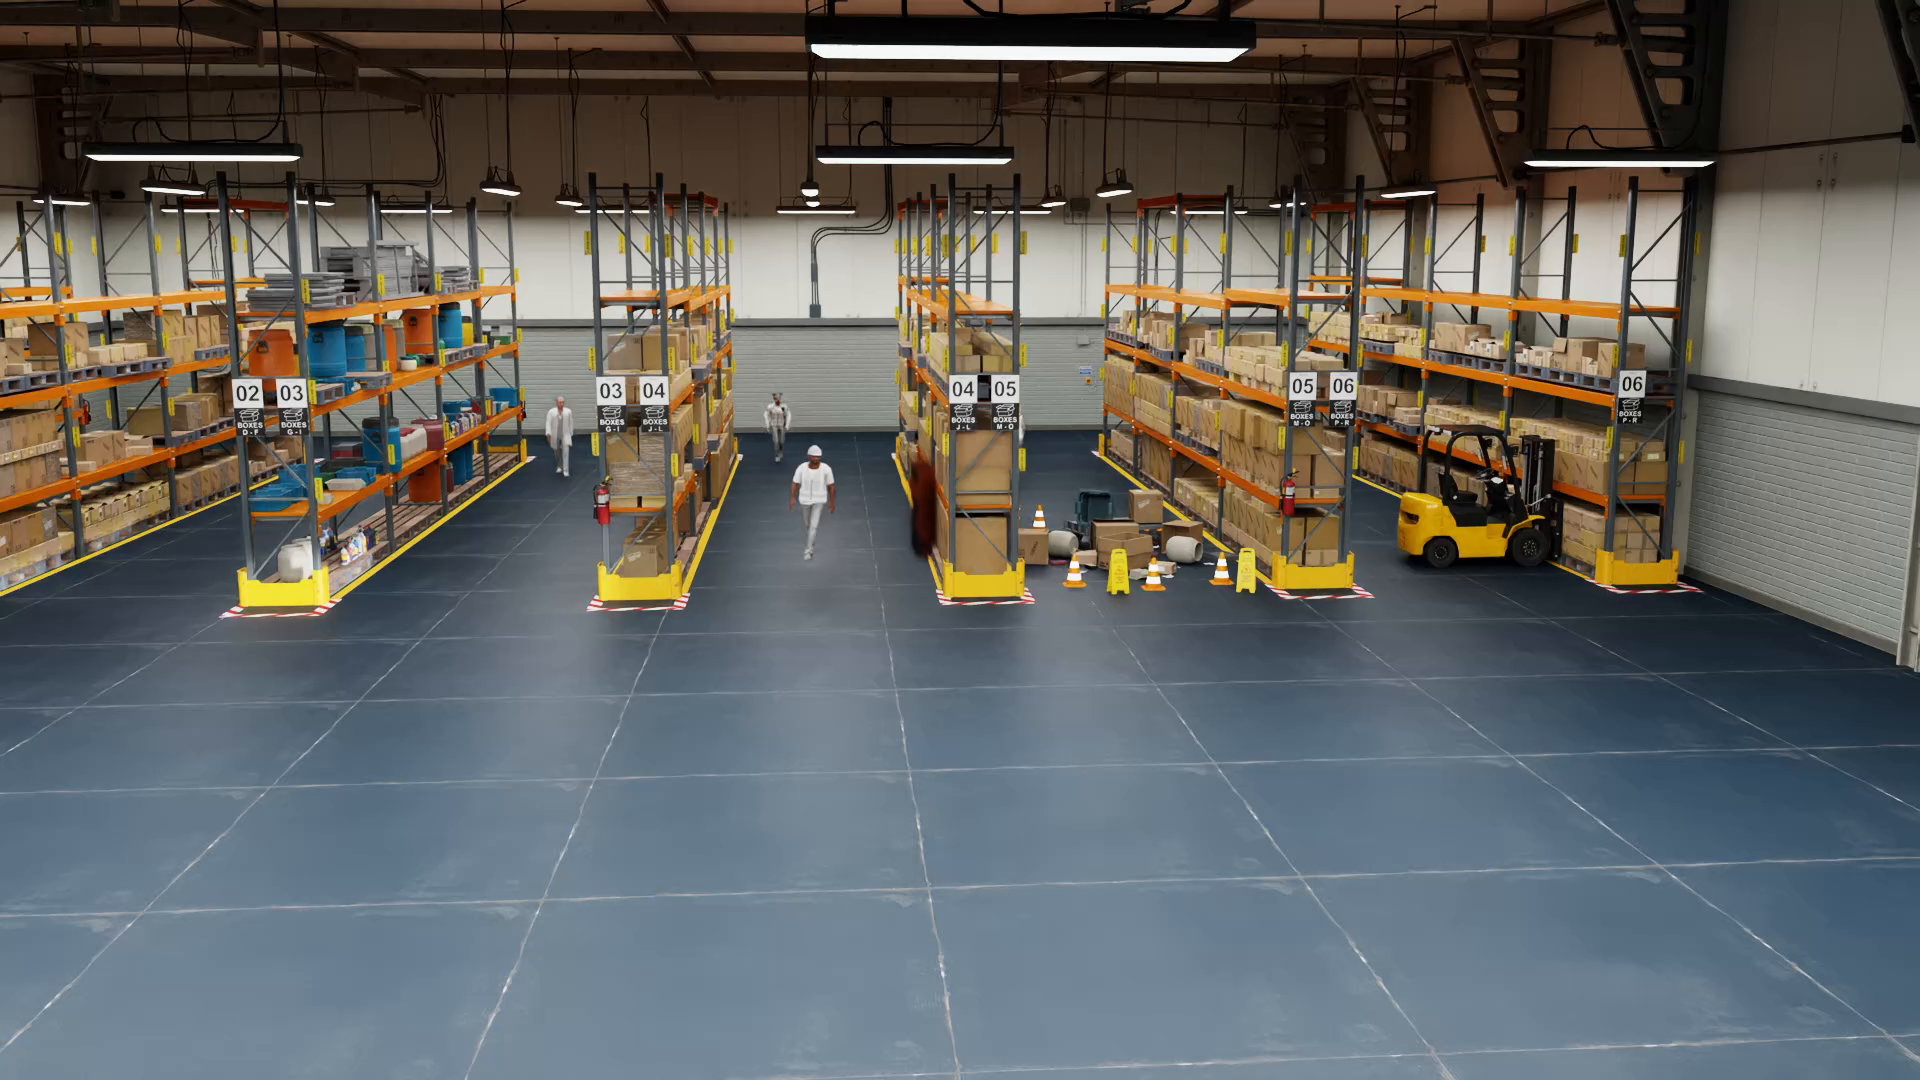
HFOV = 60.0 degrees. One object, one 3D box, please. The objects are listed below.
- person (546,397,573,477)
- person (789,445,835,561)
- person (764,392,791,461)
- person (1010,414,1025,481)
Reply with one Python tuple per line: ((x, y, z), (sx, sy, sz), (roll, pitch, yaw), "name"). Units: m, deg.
((-8.782, -2.278, 36.463), (0.571, 1.715, 1.129), (-2, 10, -9), "person")
((-2.252, -0.575, 25.341), (0.659, 1.736, 0.938), (1, 10, 4), "person")
((-4.309, -2.695, 39.298), (0.646, 1.631, 0.578), (-2, 10, -11), "person")
((1.164, -2.138, 35.823), (0.604, 1.750, 0.626), (-6, 12, -30), "person")
